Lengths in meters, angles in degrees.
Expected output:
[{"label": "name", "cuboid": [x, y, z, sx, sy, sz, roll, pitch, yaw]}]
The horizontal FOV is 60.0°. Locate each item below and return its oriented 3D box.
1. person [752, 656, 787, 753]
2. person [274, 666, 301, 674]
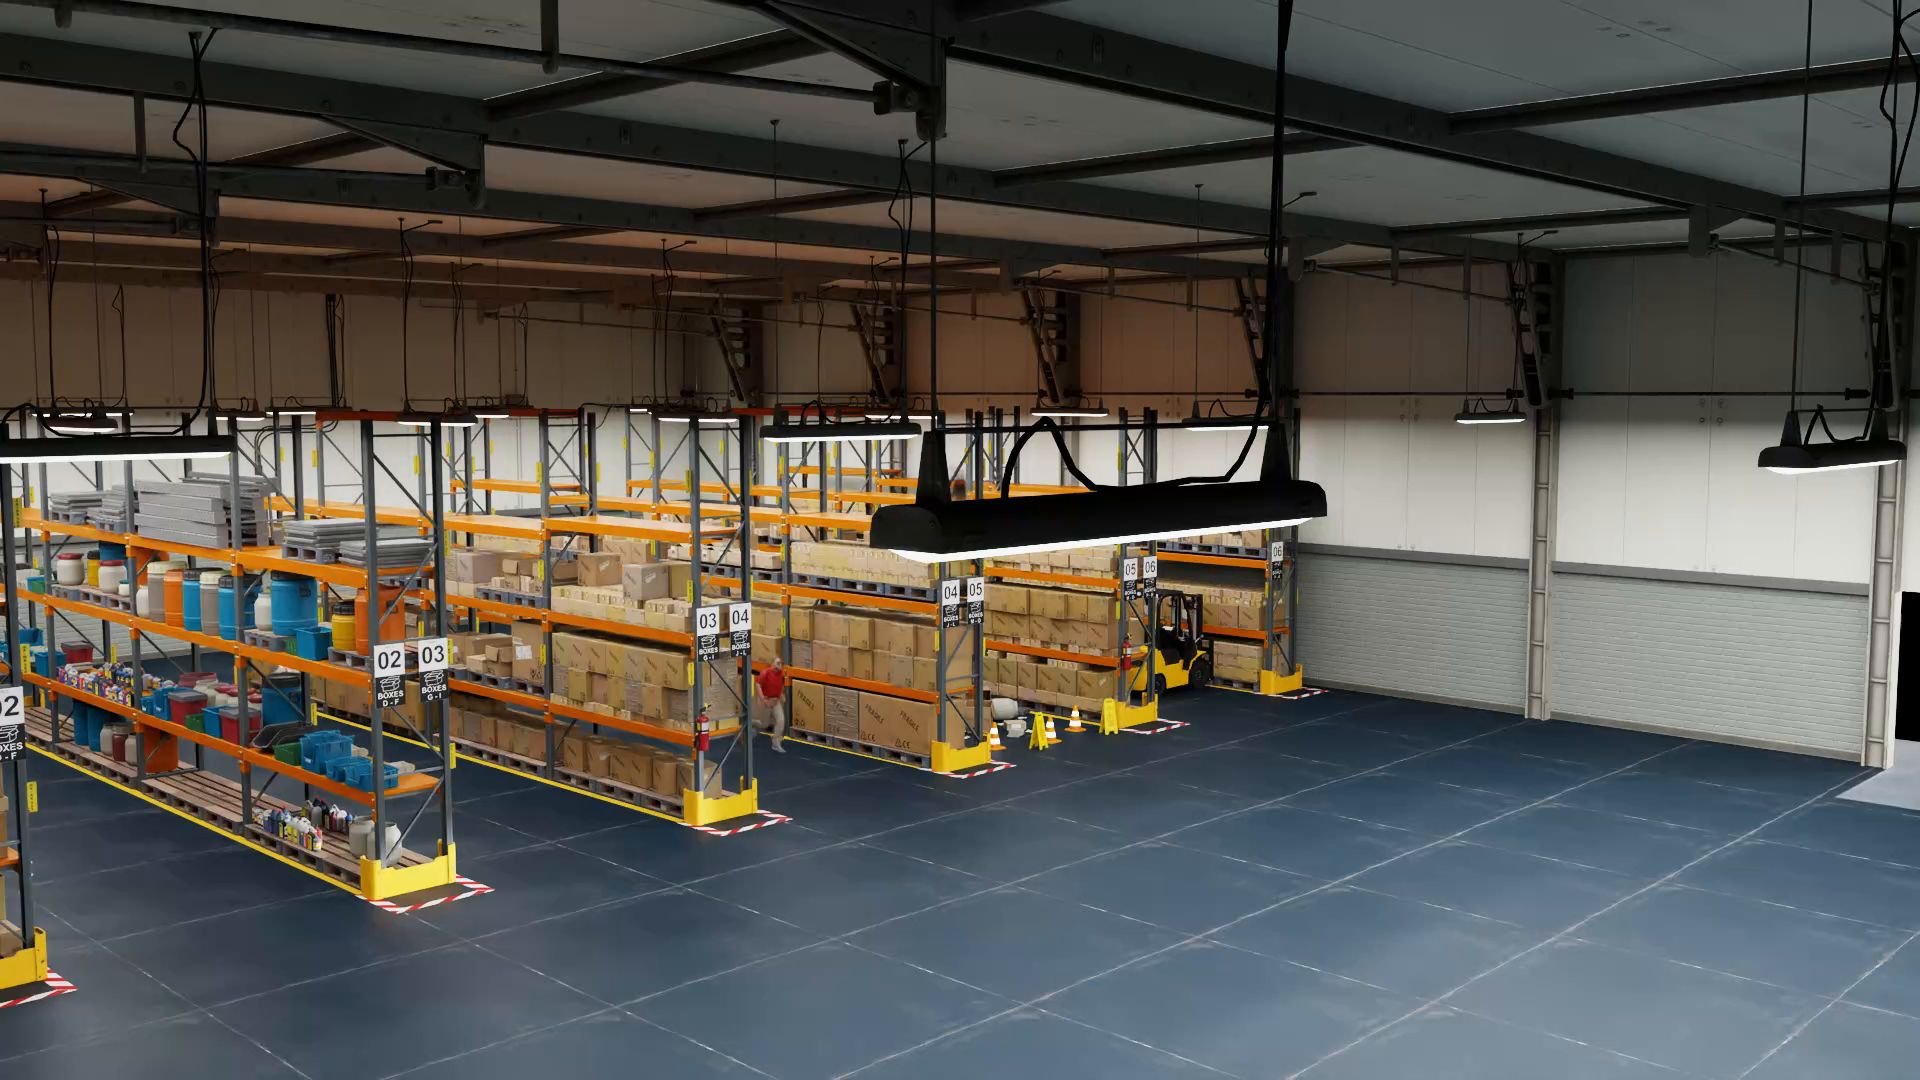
[{"label": "person", "cuboid": [-3.408, 2.904, 29.531, 0.921, 1.725, 0.669, 4, 7, 41]}, {"label": "person", "cuboid": [-11.893, 2.826, 29.499, 0.865, 1.795, 0.684, 3, 6, 32]}]
